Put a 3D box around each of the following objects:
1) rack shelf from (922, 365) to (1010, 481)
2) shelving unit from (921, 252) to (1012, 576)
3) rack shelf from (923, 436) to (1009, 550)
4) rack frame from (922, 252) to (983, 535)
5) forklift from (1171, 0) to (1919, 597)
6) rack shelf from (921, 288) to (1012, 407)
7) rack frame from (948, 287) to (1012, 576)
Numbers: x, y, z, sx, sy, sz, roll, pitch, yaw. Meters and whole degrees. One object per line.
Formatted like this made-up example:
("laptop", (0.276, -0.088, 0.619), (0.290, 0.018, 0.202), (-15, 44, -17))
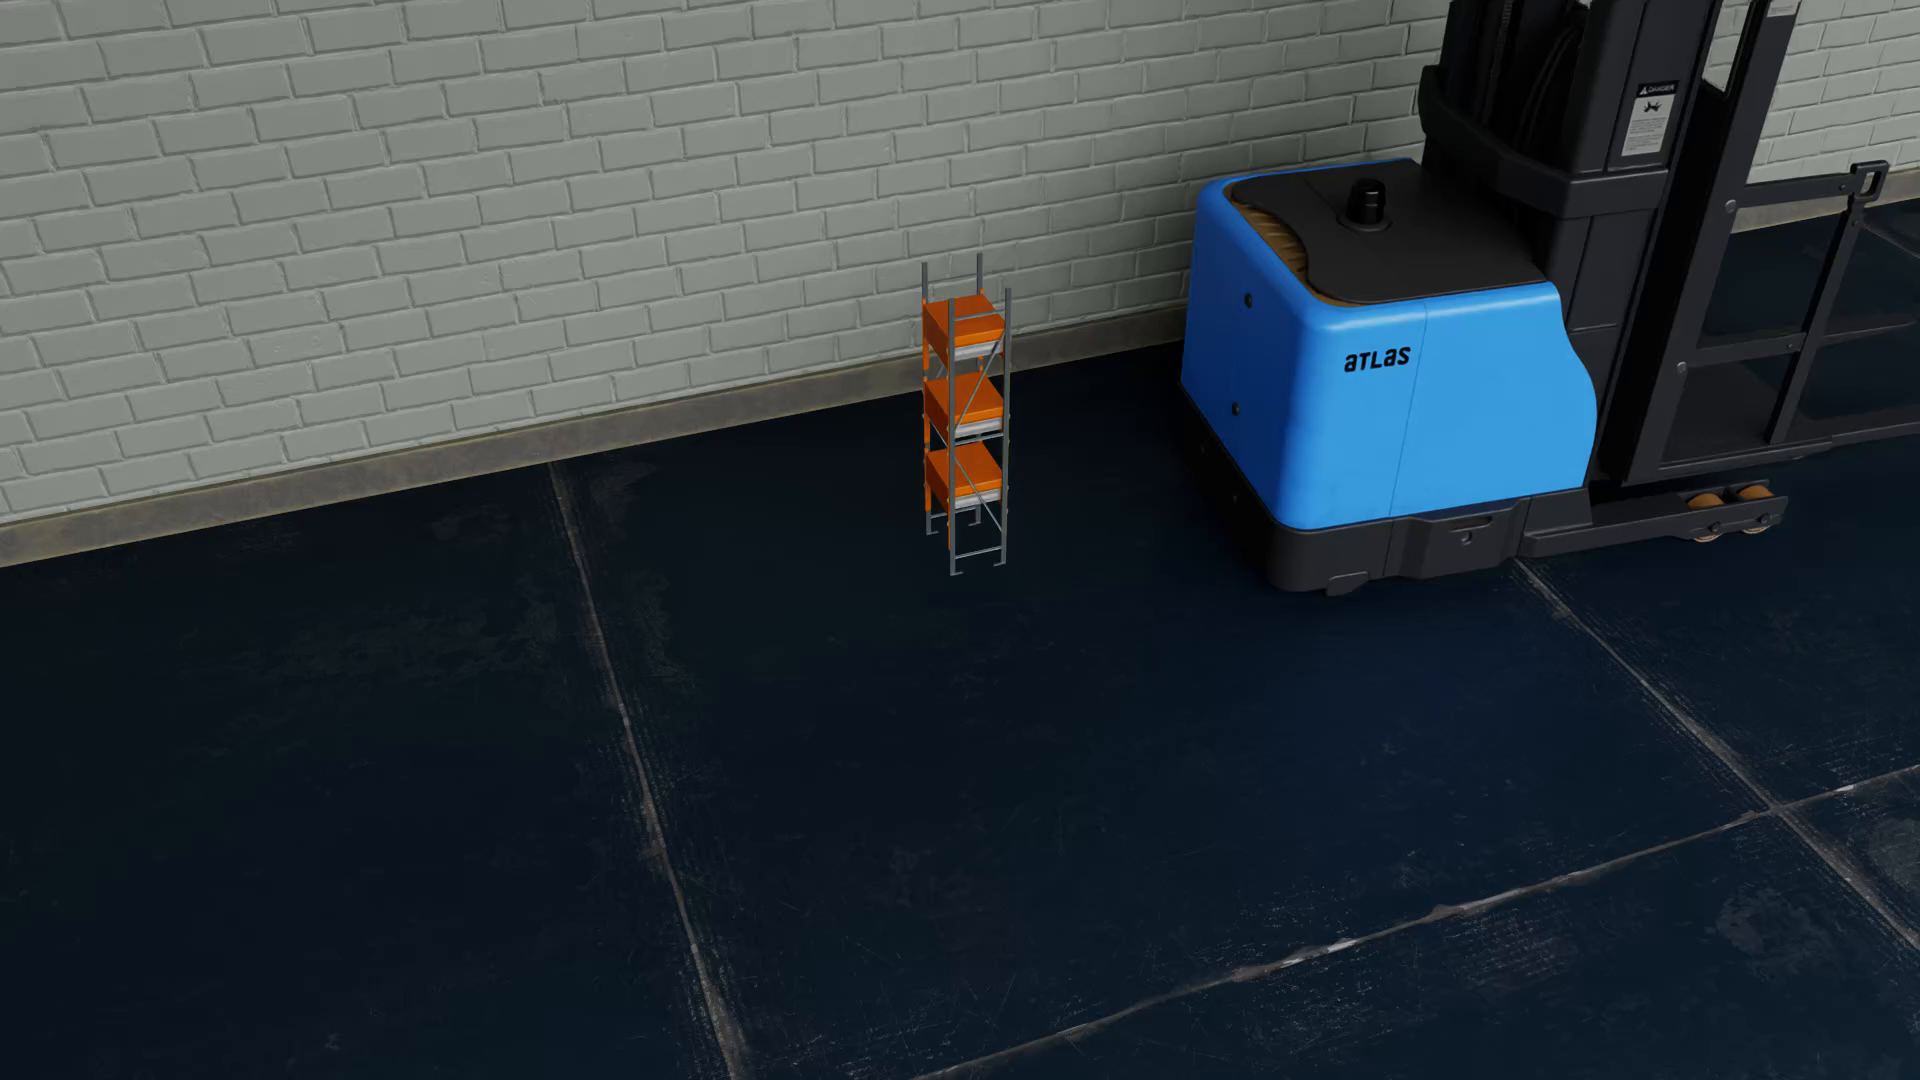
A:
("rack shelf", (0.018, -0.381, 5.400), (0.215, 0.259, 0.240), (-12, 39, -16))
("shelving unit", (0.018, -0.389, 5.394), (0.215, 1.050, 0.252), (-12, 39, -16))
("rack shelf", (0.018, -0.159, 5.568), (0.215, 0.259, 0.240), (-12, 39, -16))
("rack frame", (-0.024, -0.458, 5.485), (0.200, 1.050, 0.008), (-12, 39, -16))
("forklift", (2.355, -1.463, 5.256), (3.031, 2.935, 1.130), (-9, 38, -11))
("rack shelf", (0.018, -0.607, 5.230), (0.215, 0.259, 0.240), (-12, 39, -16))
("rack frame", (0.060, -0.320, 5.302), (0.200, 1.050, 0.008), (-12, 39, -16))
